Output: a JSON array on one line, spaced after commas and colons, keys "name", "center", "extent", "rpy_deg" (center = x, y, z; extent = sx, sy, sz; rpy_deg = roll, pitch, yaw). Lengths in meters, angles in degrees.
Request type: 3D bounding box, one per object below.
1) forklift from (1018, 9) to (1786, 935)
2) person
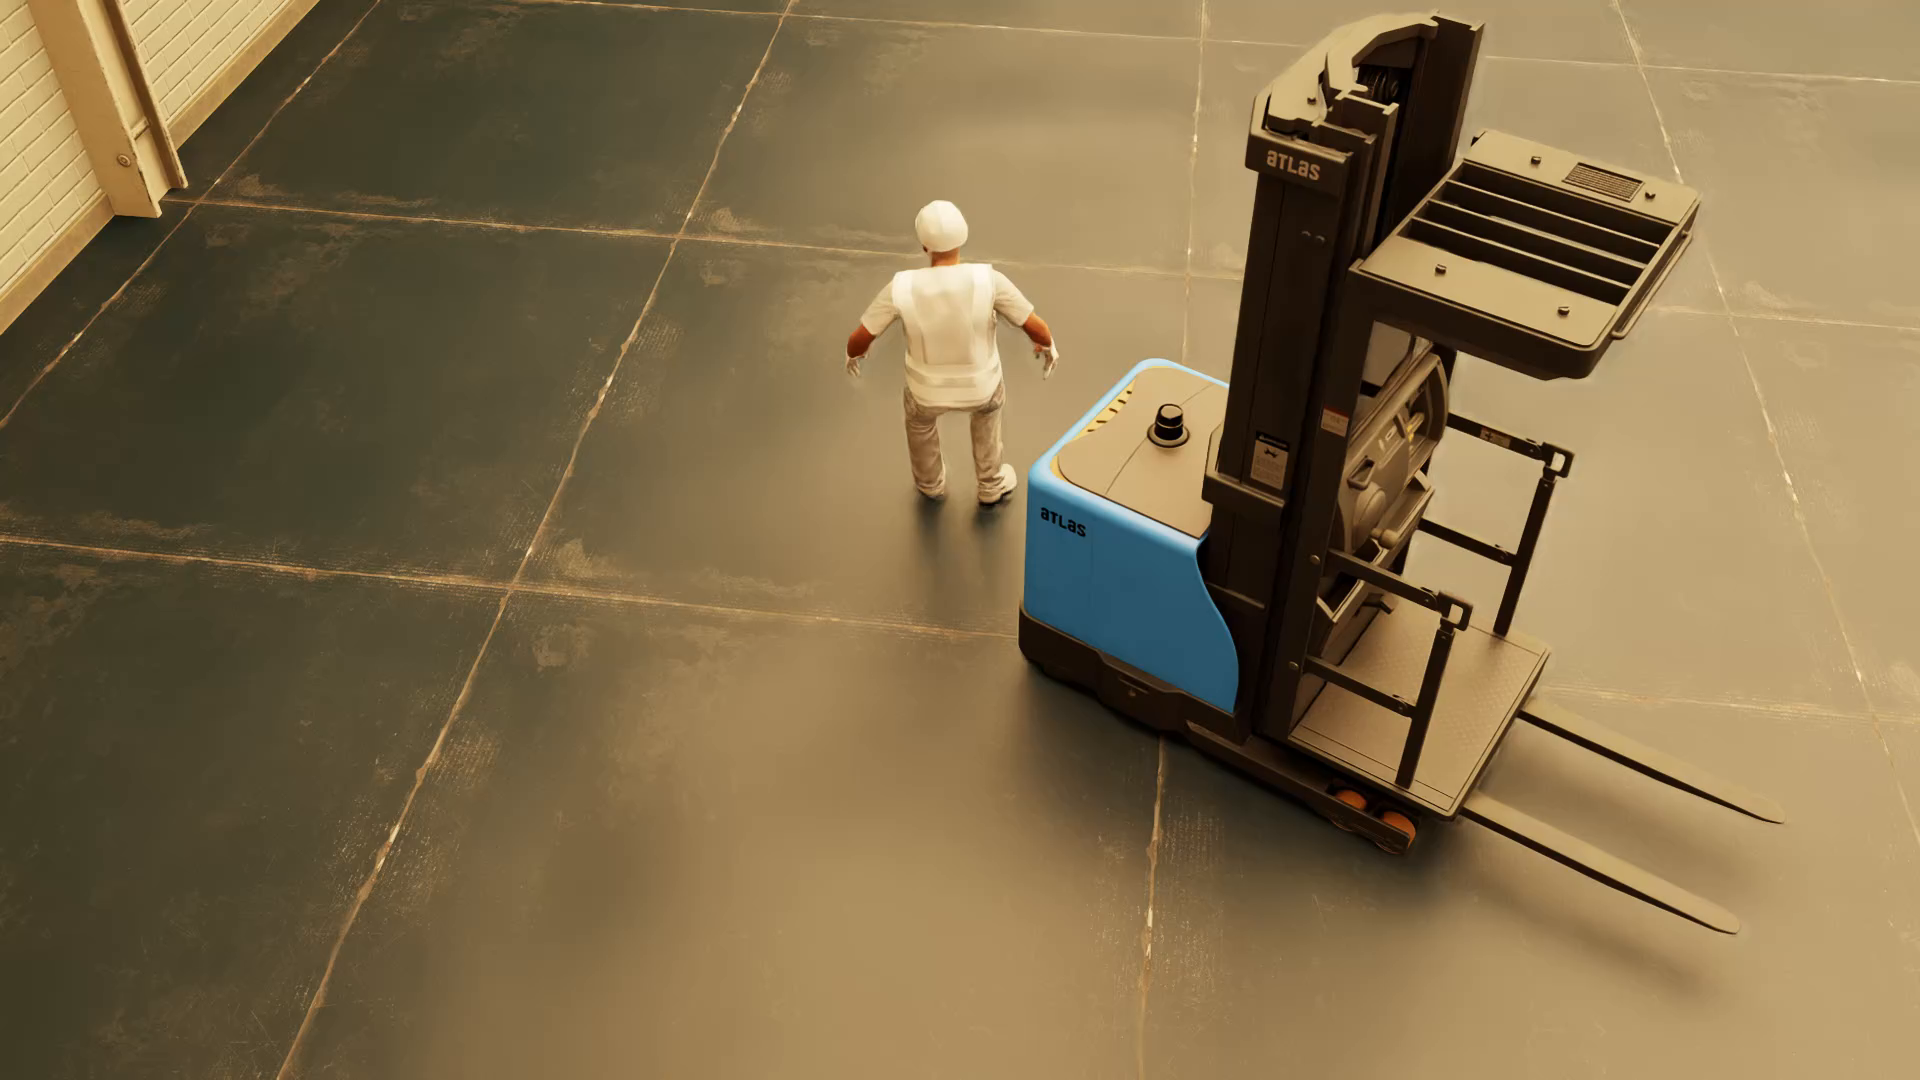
[{"name": "forklift", "center": [1.756, -0.260, 6.008], "extent": [3.031, 2.935, 1.130], "rpy_deg": [25, 48, 25]}, {"name": "person", "center": [-0.039, -0.818, 7.541], "extent": [0.961, 1.749, 0.625], "rpy_deg": [1, 43, 1]}]
